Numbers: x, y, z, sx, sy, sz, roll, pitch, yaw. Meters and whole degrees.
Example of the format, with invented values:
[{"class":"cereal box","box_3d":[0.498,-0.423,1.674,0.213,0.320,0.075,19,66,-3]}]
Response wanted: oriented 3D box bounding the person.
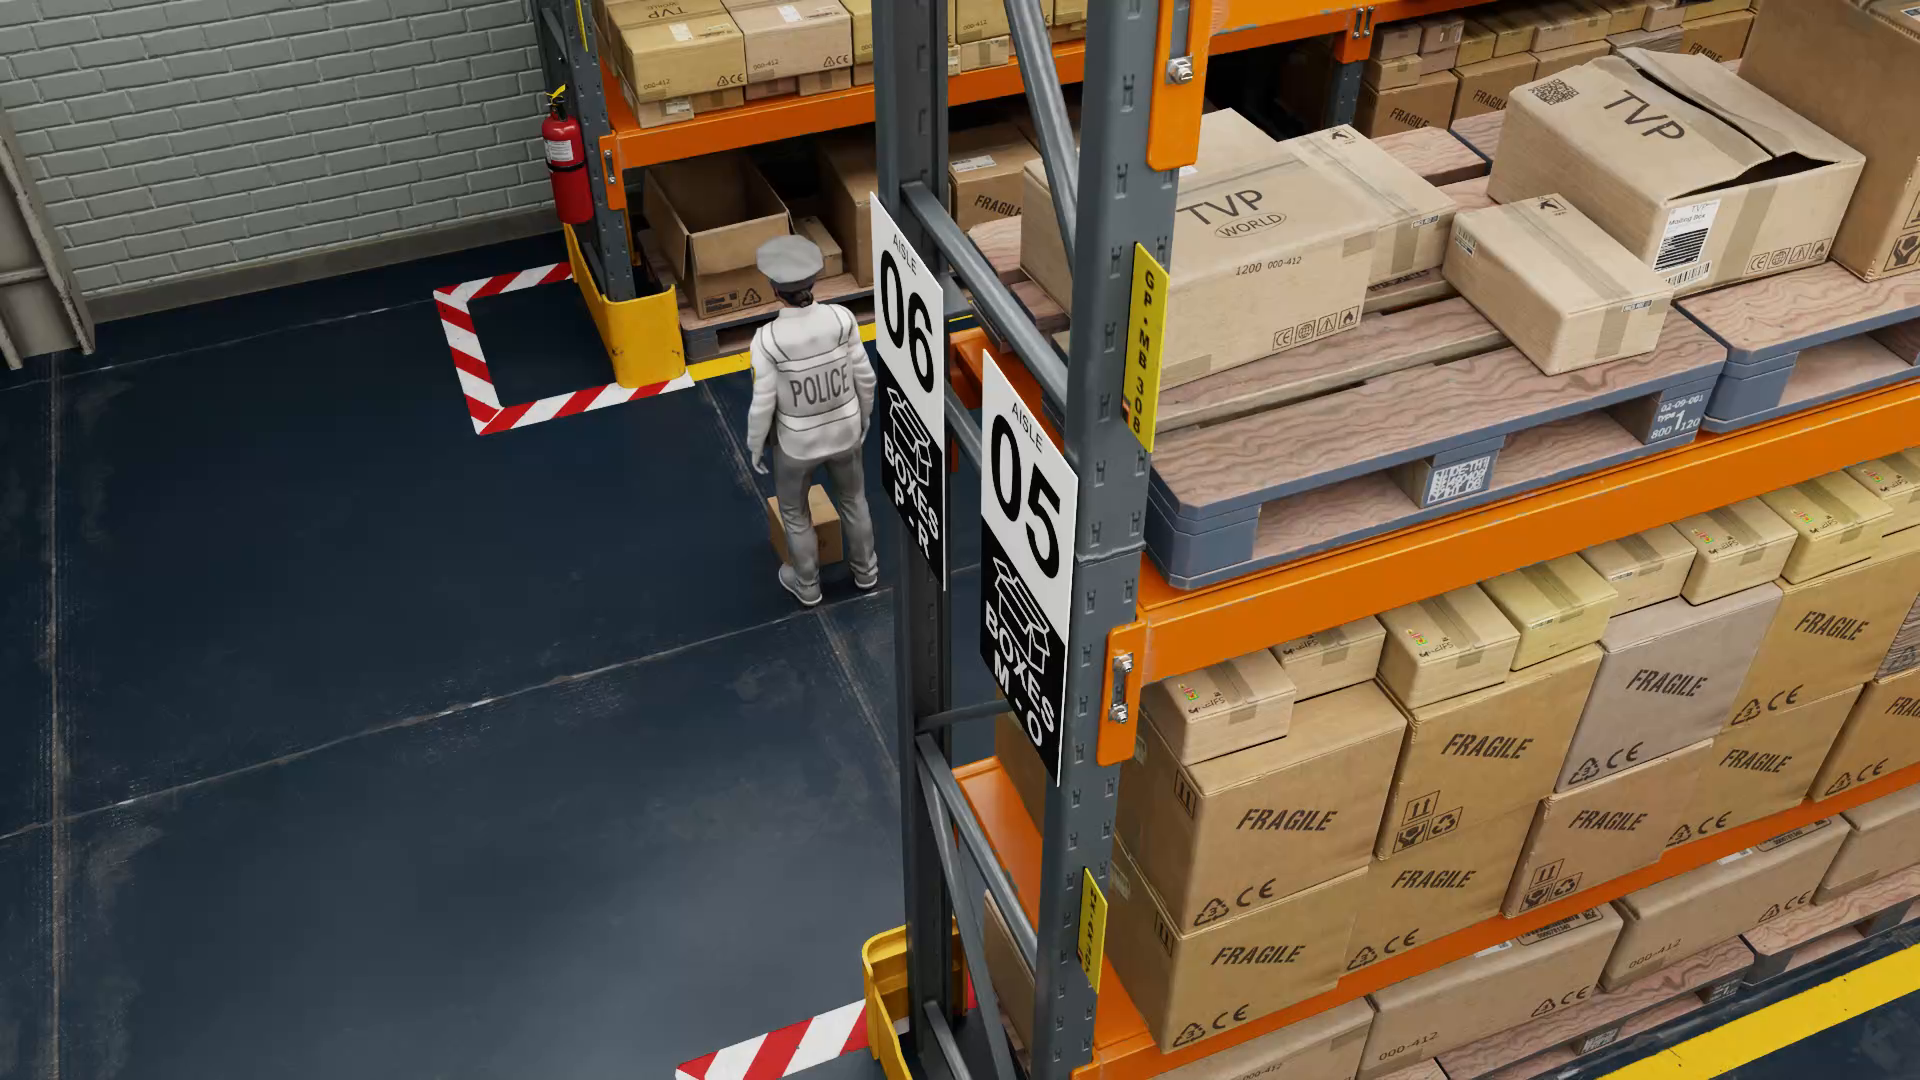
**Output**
[{"class":"person","box_3d":[-0.585,-0.422,6.624,0.547,1.666,0.371,-18,45,-19]}]
